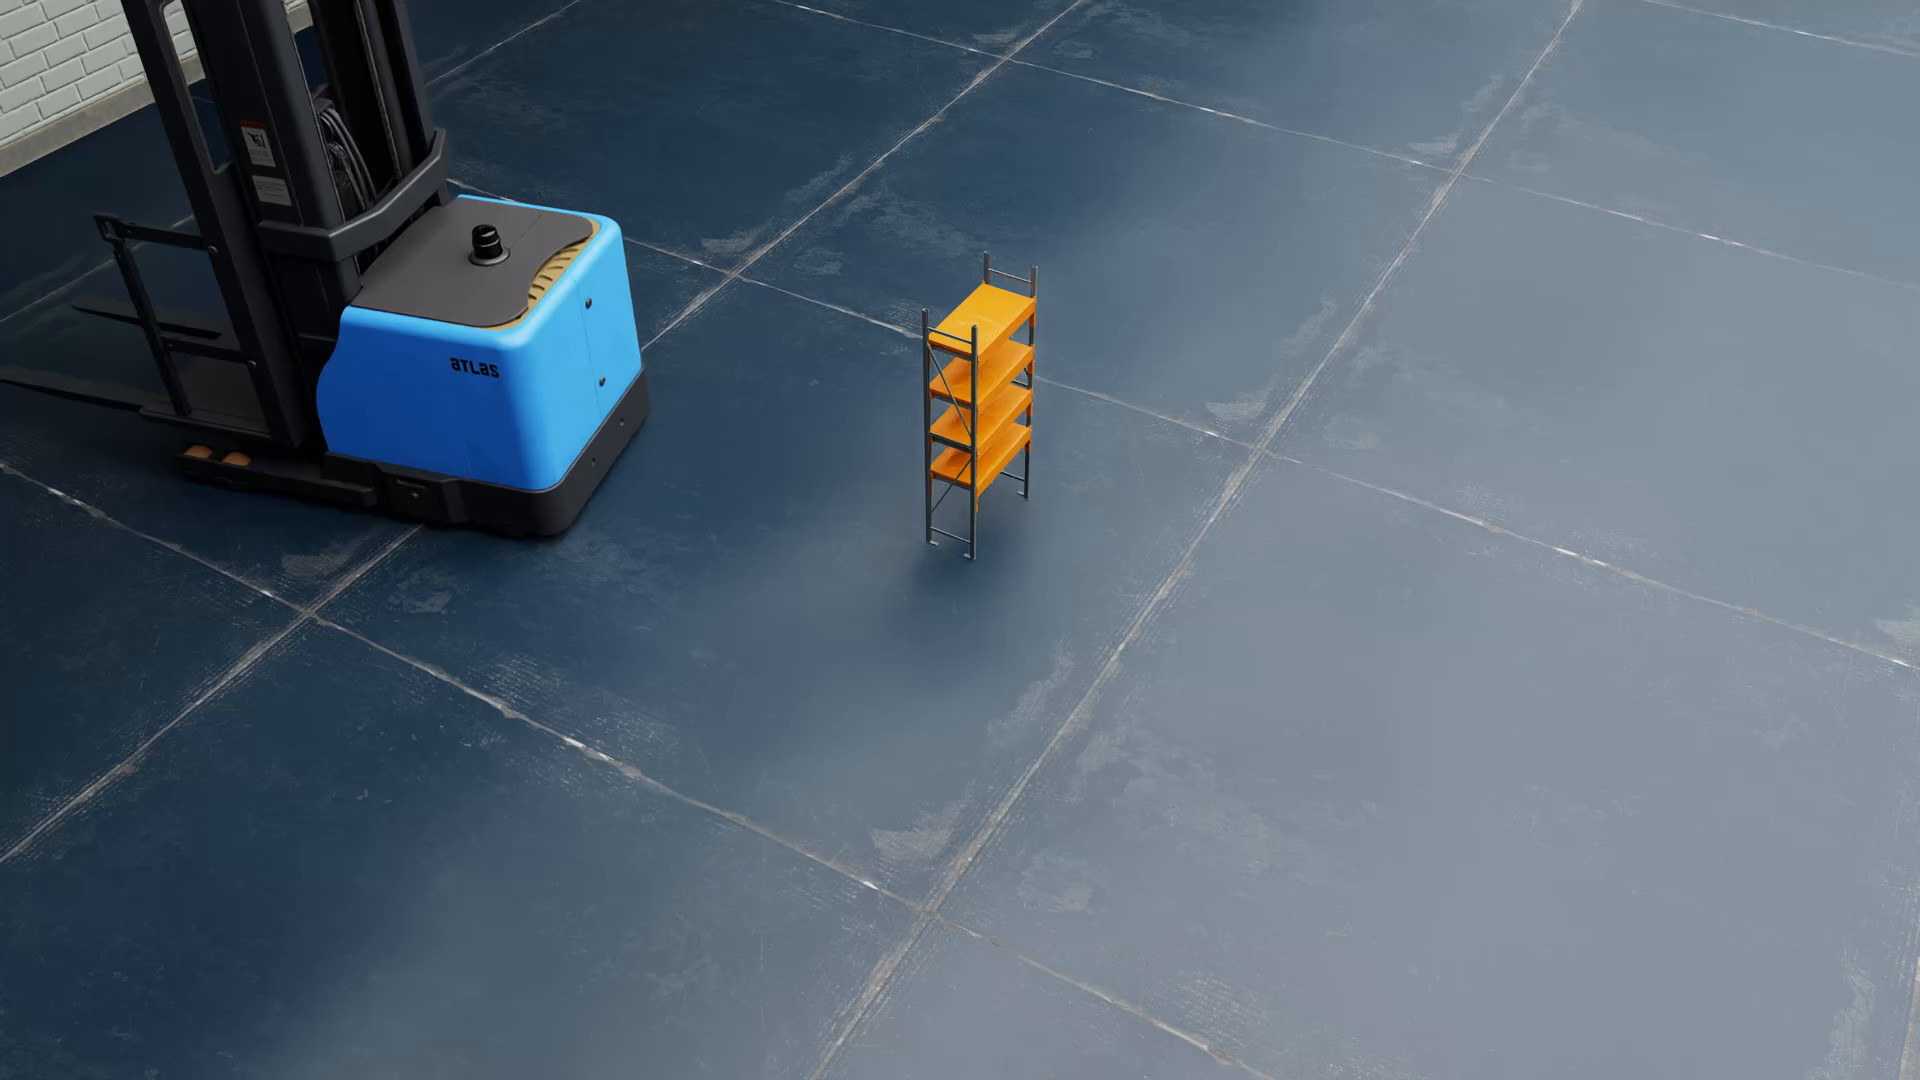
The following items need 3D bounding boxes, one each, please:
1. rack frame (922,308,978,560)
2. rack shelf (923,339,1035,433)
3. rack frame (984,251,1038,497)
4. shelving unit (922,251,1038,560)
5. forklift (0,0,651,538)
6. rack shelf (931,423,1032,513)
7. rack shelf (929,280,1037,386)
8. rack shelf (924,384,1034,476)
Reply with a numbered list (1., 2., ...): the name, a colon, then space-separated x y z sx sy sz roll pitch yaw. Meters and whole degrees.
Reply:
1. rack frame: -0.039 -0.405 6.802 0.240 1.200 0.015 21 45 22
2. rack shelf: 0.083 -0.662 6.858 0.258 0.148 0.480 21 45 22
3. rack frame: 0.205 -0.685 7.120 0.240 1.200 0.015 21 45 22
4. shelving unit: 0.083 -0.545 6.961 0.258 1.200 0.503 21 45 22
5. forklift: -3.033 -1.654 6.910 3.031 2.935 1.130 11 42 12
6. rack shelf: 0.083 -0.345 7.137 0.258 0.148 0.480 21 45 22
7. rack shelf: 0.083 -0.840 6.701 0.258 0.148 0.480 21 45 22
8. rack shelf: 0.083 -0.495 7.005 0.258 0.148 0.480 21 45 22
